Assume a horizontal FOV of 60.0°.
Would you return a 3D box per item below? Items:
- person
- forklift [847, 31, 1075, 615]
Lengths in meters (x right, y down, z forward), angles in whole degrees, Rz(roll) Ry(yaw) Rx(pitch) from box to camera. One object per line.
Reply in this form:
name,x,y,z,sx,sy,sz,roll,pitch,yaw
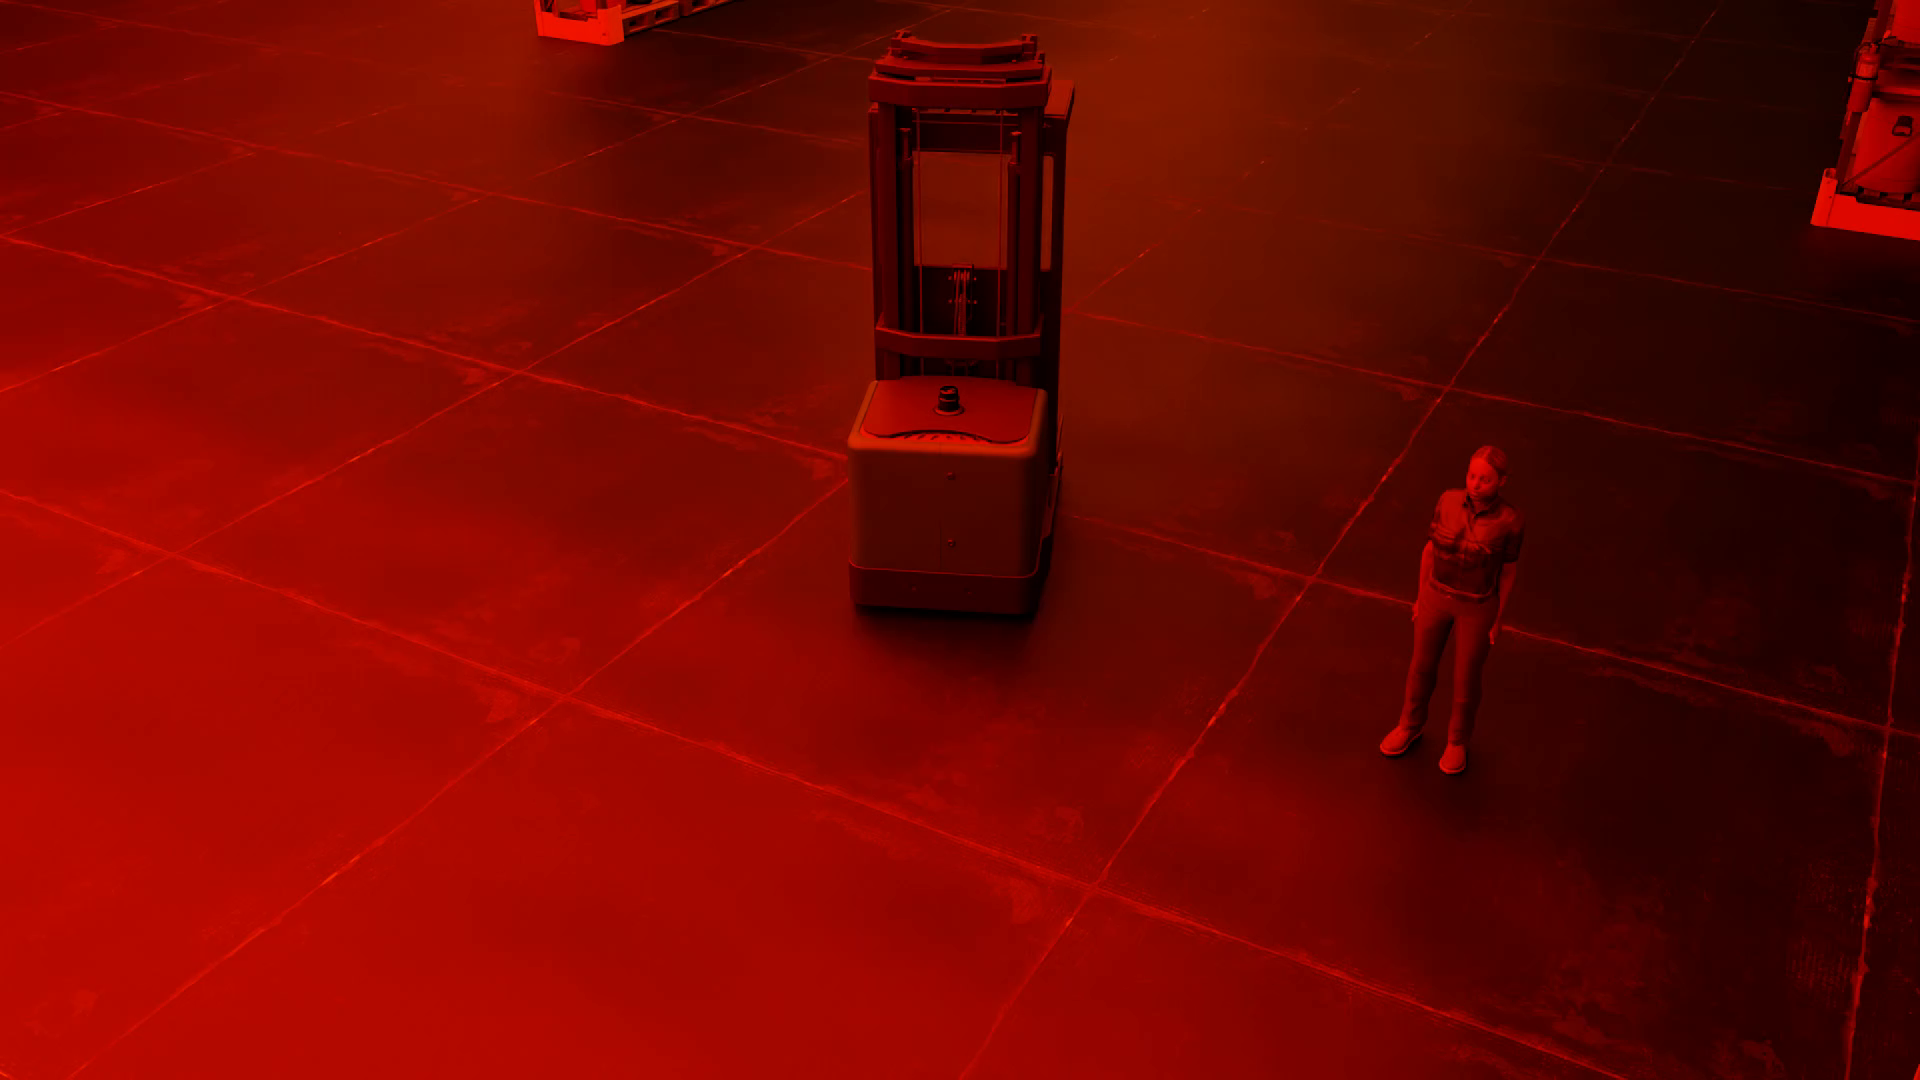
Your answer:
person,2.325,0.323,7.791,0.448,1.659,0.339,17,34,27
forklift,0.072,-1.572,9.794,1.130,2.935,3.031,3,30,6
